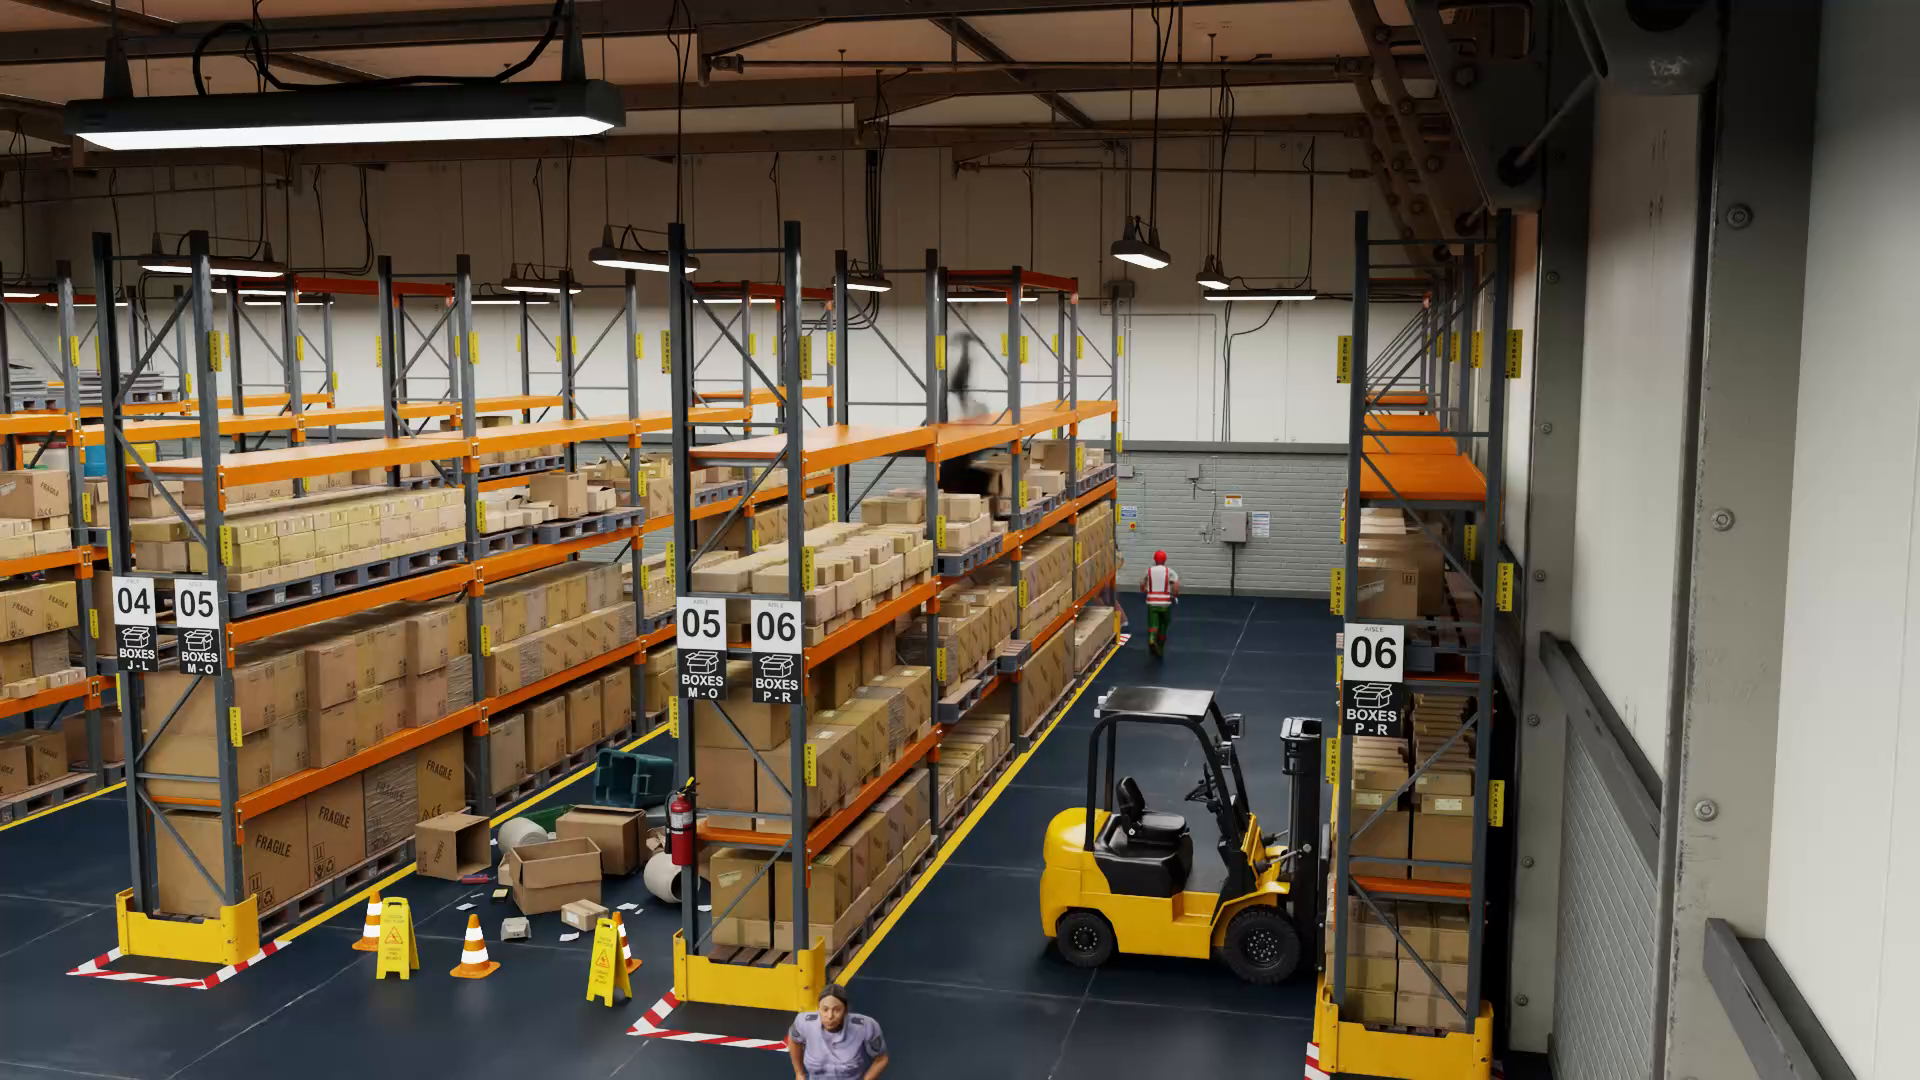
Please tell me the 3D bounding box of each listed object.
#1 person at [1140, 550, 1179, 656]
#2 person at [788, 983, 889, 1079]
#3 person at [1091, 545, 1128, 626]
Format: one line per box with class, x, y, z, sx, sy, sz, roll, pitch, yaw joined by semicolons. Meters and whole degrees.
person;3.192;1.050;26.658;0.635;1.766;0.907;1;7;10
person;-0.701;3.247;9.619;0.599;1.587;0.703;0;7;1
person;2.632;0.761;29.379;0.711;1.711;0.545;1;7;6
